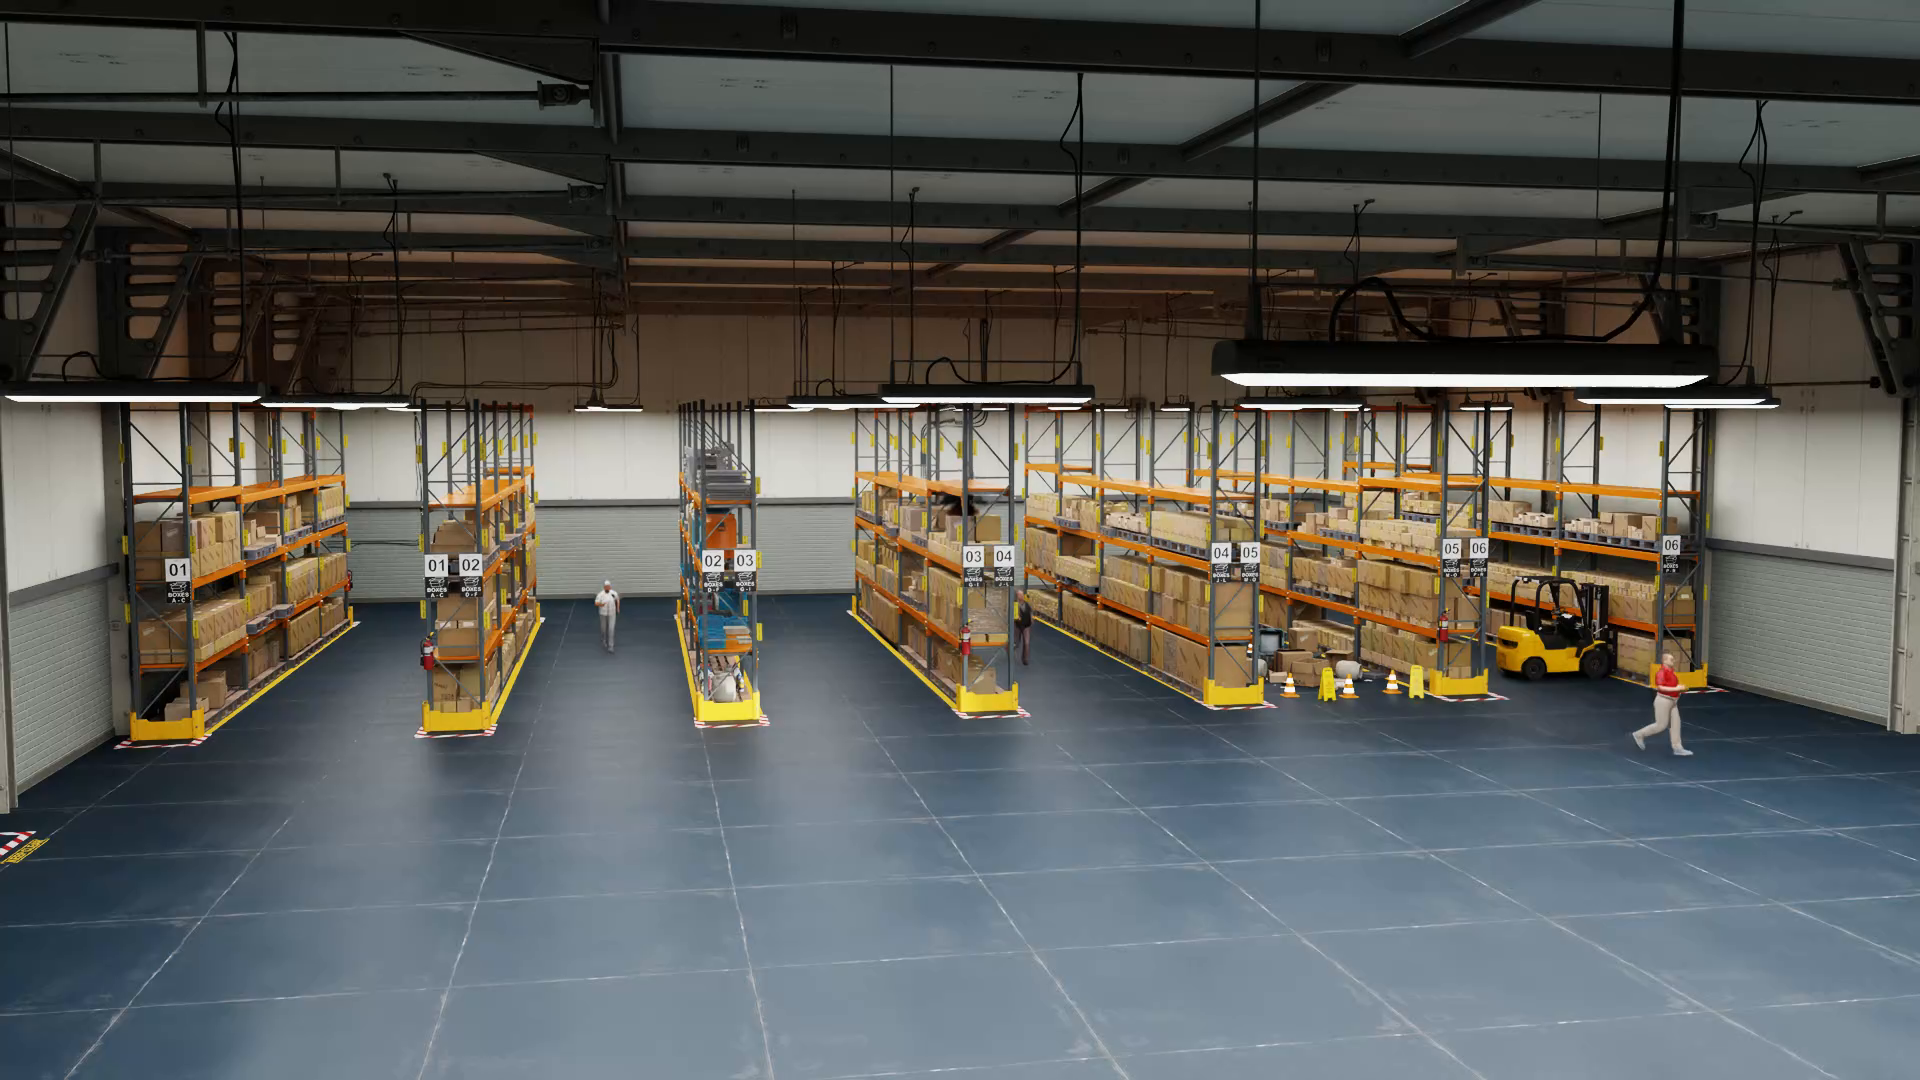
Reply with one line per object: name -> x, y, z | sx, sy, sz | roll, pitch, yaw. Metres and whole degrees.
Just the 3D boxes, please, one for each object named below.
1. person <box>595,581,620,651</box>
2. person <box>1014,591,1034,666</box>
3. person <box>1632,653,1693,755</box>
person -> -8.557, 1.816, 40.368 | 0.607, 1.649, 0.938 | -1, 4, -14
person -> 1.399, 2.005, 38.111 | 0.670, 1.692, 0.824 | -1, 5, -17
person -> 11.808, 2.743, 27.851 | 0.960, 1.704, 0.668 | 4, 6, 41
